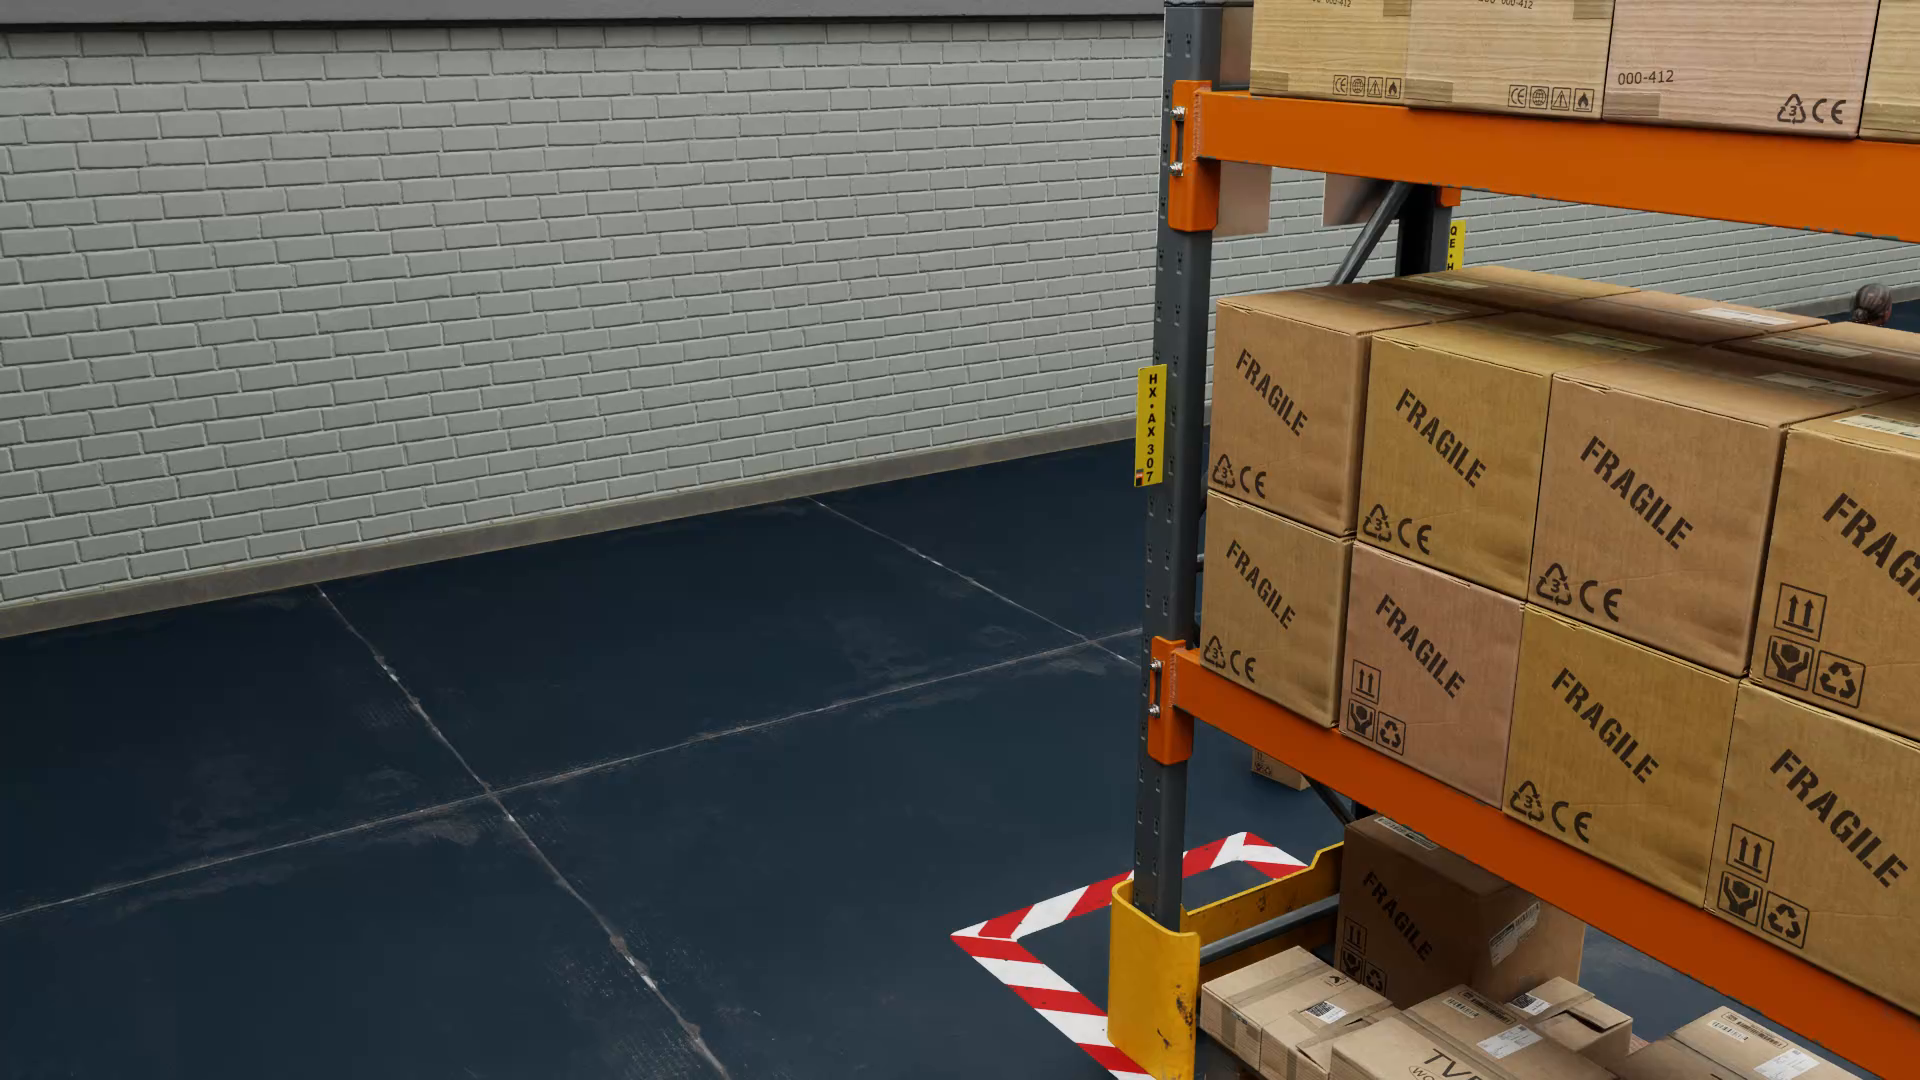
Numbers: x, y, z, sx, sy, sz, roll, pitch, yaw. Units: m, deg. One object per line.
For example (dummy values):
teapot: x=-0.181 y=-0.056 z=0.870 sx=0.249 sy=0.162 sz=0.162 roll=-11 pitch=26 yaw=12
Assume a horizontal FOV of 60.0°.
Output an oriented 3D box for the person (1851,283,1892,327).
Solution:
person: x=4.581 y=-0.522 z=8.612 sx=0.739 sy=1.630 sz=0.452 roll=-7 pitch=20 yaw=-21
